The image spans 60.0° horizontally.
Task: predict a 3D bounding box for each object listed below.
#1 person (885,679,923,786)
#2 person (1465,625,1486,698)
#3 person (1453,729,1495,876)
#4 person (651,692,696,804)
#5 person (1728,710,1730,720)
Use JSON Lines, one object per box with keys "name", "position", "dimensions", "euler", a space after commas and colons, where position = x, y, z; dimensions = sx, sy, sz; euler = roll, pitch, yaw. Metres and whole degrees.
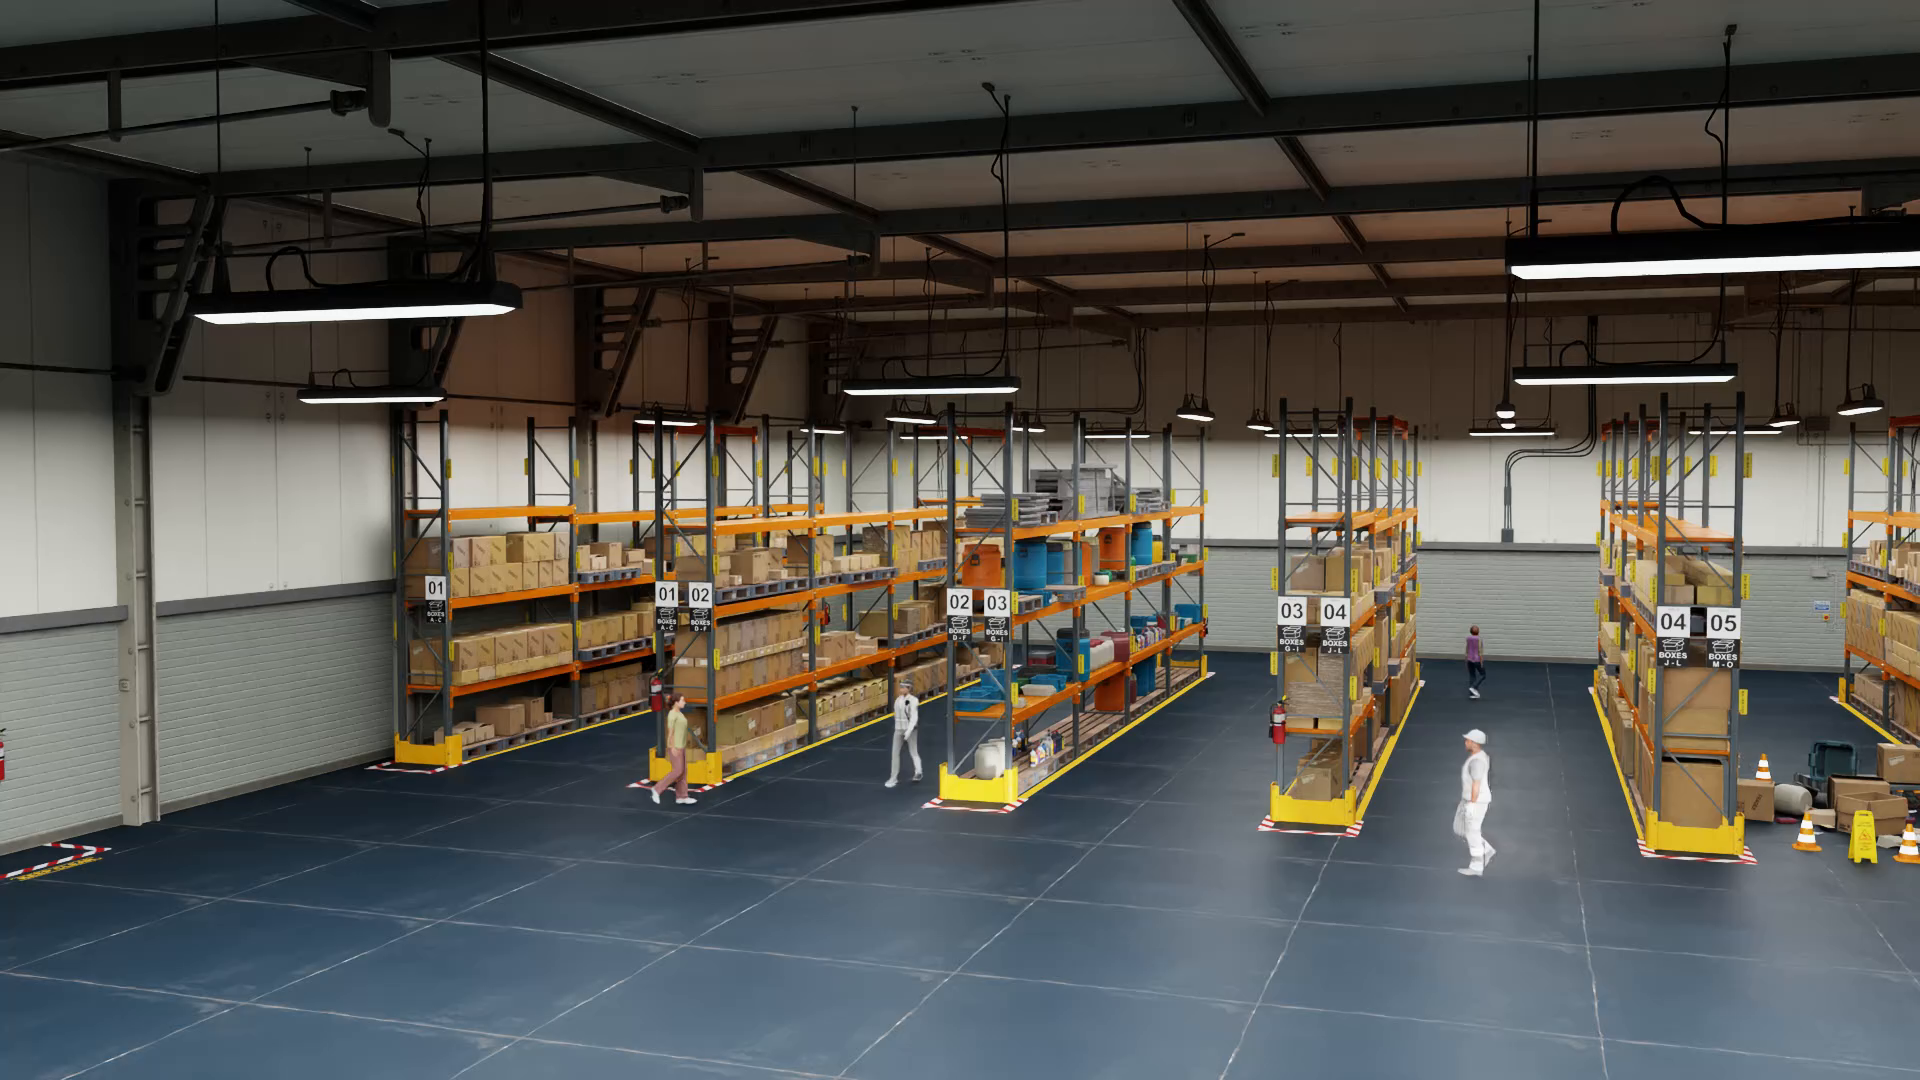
{"name": "person", "position": [-0.884, 3.032, 26.394], "dimensions": [0.510, 1.667, 0.823], "euler": [2, 3, 34]}
{"name": "person", "position": [11.169, 2.654, 36.195], "dimensions": [0.441, 1.597, 0.436], "euler": [-2, 3, -42]}
{"name": "person", "position": [6.351, 3.212, 20.385], "dimensions": [0.511, 1.784, 0.540], "euler": [0, 2, 0]}
{"name": "person", "position": [-4.264, 3.099, 24.762], "dimensions": [0.638, 1.667, 0.487], "euler": [0, 2, 4]}
{"name": "person", "position": [15.077, 2.758, 32.956], "dimensions": [0.512, 1.674, 0.516], "euler": [1, 3, 17]}
